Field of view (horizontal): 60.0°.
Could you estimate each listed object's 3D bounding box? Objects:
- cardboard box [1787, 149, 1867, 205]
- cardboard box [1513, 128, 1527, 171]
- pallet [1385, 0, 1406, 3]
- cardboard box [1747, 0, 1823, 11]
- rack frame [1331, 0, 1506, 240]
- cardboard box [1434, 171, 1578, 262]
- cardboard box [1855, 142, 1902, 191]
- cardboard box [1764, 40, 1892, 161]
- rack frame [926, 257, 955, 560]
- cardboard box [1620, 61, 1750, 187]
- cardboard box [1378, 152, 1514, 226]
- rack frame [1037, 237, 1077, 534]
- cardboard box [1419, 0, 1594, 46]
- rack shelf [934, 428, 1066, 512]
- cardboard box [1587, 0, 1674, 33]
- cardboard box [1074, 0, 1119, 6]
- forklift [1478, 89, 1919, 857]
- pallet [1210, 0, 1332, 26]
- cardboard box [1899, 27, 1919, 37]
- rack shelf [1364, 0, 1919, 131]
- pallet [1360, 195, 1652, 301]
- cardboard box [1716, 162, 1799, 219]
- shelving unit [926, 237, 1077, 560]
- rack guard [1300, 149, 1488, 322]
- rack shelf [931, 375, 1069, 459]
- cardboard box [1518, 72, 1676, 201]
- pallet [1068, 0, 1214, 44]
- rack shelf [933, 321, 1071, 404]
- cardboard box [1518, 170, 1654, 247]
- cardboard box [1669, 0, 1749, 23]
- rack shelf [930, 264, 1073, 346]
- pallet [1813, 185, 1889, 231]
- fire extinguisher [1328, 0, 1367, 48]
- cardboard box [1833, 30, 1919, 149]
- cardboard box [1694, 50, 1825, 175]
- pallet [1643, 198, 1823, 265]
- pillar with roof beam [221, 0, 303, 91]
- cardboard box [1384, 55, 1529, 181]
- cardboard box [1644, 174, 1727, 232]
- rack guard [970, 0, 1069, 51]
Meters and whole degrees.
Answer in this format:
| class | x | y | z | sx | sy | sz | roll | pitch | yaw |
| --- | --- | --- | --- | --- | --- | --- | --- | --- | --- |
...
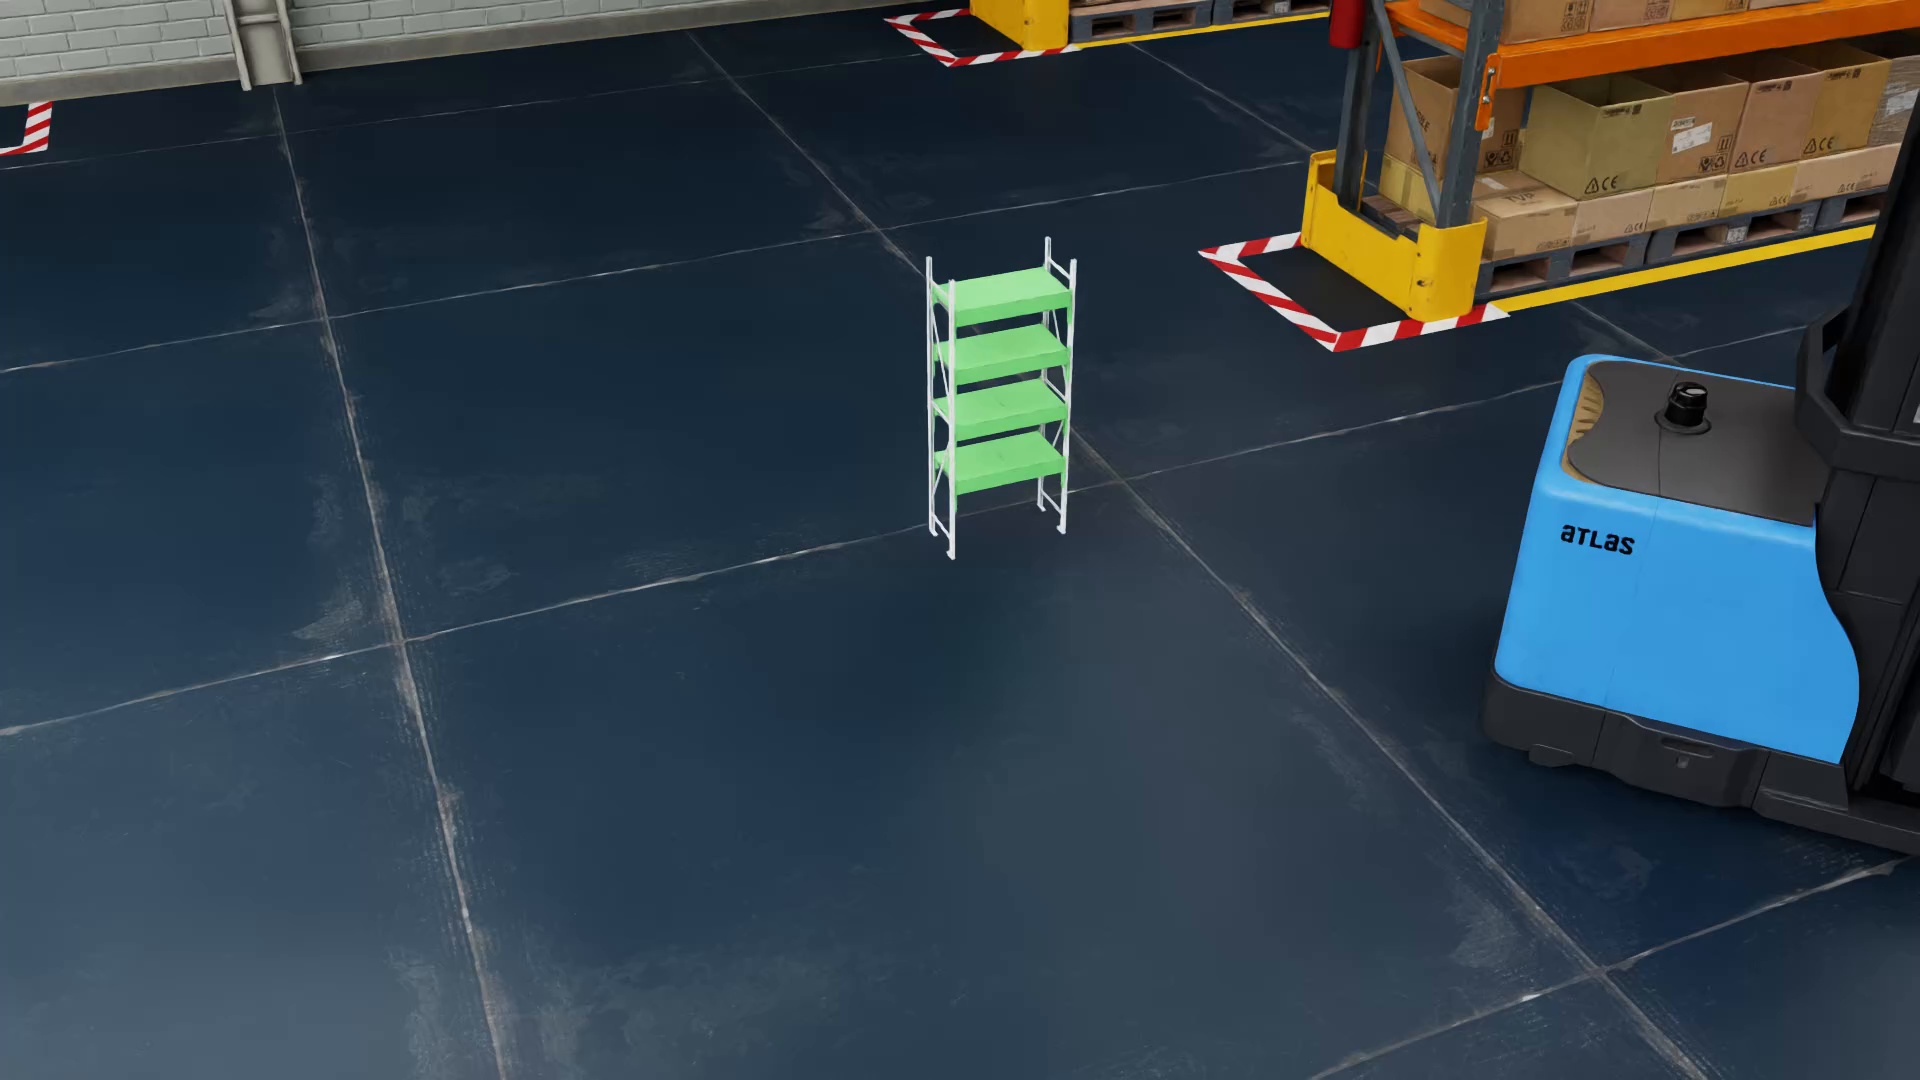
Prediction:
| class | x | y | z | sx | sy | sz | roll | pitch | yaw |
| --- | --- | --- | --- | --- | --- | --- | --- | --- | --- |
| cardboard box | 4.716 | -2.134 | 9.416 | 0.500 | 0.250 | 0.500 | -13 | 35 | -19 |
| cardboard box | 3.127 | -2.084 | 9.339 | 0.500 | 0.250 | 0.500 | -13 | 35 | -19 |
| pallet | 3.452 | -4.694 | 13.770 | 1.213 | 0.211 | 1.003 | -13 | 35 | -19 |
| cardboard box | 4.153 | -3.150 | 8.749 | 0.500 | 0.500 | 0.700 | -12 | 35 | -18 |
| rack frame | 2.291 | -2.688 | 8.130 | 0.127 | 3.000 | 1.000 | -13 | 35 | -19 |
| cardboard box | 2.872 | -1.712 | 8.768 | 0.500 | 0.250 | 0.500 | -13 | 35 | -19 |
| cardboard box | 5.171 | -2.247 | 9.589 | 0.500 | 0.250 | 0.500 | -13 | 35 | -19 |
| cardboard box | 4.711 | -2.455 | 9.221 | 0.500 | 0.500 | 0.500 | -13 | 35 | -19 |
| rack frame | -0.072 | -0.486 | 6.397 | 0.015 | 1.200 | 0.240 | -13 | 35 | -19 |
| cardboard box | 3.788 | -2.245 | 8.899 | 0.500 | 0.500 | 0.500 | -13 | 35 | -19 |
| cardboard box | 2.671 | -1.973 | 9.168 | 0.500 | 0.250 | 0.500 | -13 | 35 | -19 |
| rack frame | 0.378 | -0.589 | 6.556 | 0.015 | 1.200 | 0.240 | -13 | 35 | -19 |
| cardboard box | 2.726 | -2.822 | 8.244 | 0.500 | 0.500 | 0.700 | -13 | 35 | -19 |
| rack shelf | 0.153 | -0.283 | 6.642 | 0.480 | 0.148 | 0.258 | -13 | 35 | -19 |
| cardboard box | 3.209 | -2.935 | 8.419 | 0.500 | 0.500 | 0.700 | -12 | 35 | -18 |
| cardboard box | 1.043 | -4.336 | 12.726 | 0.500 | 0.311 | 0.500 | -17 | 37 | -24 |
| forklift | 3.324 | -0.433 | 4.728 | 3.031 | 2.935 | 1.130 | 13 | 35 | 20 |
| pallet | 2.326 | -4.434 | 13.371 | 1.213 | 0.211 | 1.003 | -13 | 35 | -19 |
| cardboard box | 5.430 | -2.929 | 9.950 | 0.500 | 0.500 | 0.500 | -13 | 35 | -19 |
| rack shelf | 4.135 | -2.808 | 8.975 | 4.000 | 0.370 | 1.077 | -13 | 35 | -19 |
| pallet | 2.980 | -1.701 | 9.171 | 1.213 | 0.211 | 1.003 | -13 | 35 | -19 |
| cardboard box | 4.255 | -2.028 | 9.253 | 0.500 | 0.250 | 0.500 | -13 | 35 | -19 |
| shelving unit | 0.153 | -0.538 | 6.476 | 0.503 | 1.200 | 0.258 | -13 | 35 | -19 |
| rack guard | 2.269 | -1.635 | 8.804 | 0.348 | 0.500 | 1.175 | -13 | 35 | -19 |
| rack shelf | 0.153 | -0.484 | 6.511 | 0.480 | 0.148 | 0.258 | -13 | 35 | -19 |
| cardboard box | 3.332 | -2.133 | 8.727 | 0.500 | 0.500 | 0.500 | -13 | 35 | -19 |
| pallet | 1.203 | -4.179 | 12.979 | 1.213 | 0.211 | 1.003 | -13 | 35 | -19 |
| rack shelf | 0.153 | -0.685 | 6.380 | 0.480 | 0.148 | 0.258 | -13 | 35 | -19 |
| cardboard box | 3.331 | -1.820 | 8.933 | 0.500 | 0.250 | 0.500 | -13 | 35 | -19 |
| cardboard box | 3.669 | -3.037 | 8.575 | 0.500 | 0.500 | 0.700 | -13 | 35 | -19 |
| rack shelf | 0.153 | -0.887 | 6.250 | 0.480 | 0.148 | 0.258 | -13 | 35 | -19 |
| pallet | 5.230 | -2.216 | 9.963 | 1.213 | 0.211 | 1.003 | -13 | 35 | -19 |
| fire extinguisher | 2.002 | -2.864 | 8.472 | 0.183 | 0.674 | 0.296 | -13 | 35 | -19 |
| cardboard box | 5.171 | -2.562 | 9.386 | 0.500 | 0.500 | 0.500 | -13 | 35 | -19 |
| cardboard box | 4.256 | -2.342 | 9.048 | 0.500 | 0.500 | 0.500 | -13 | 35 | -19 |
| pallet | 4.103 | -1.957 | 9.564 | 1.213 | 0.211 | 1.003 | -13 | 35 | -19 |
| pillar with roof beam | -3.185 | -4.844 | 5.943 | 0.400 | 9.000 | 9.100 | -13 | 35 | -19 |
| cardboard box | 2.670 | -2.288 | 8.965 | 0.500 | 0.500 | 0.500 | -13 | 35 | -19 |
| cardboard box | 3.792 | -1.925 | 9.095 | 0.500 | 0.250 | 0.500 | -13 | 35 | -19 |
| rack guard | 0.440 | -4.146 | 12.664 | 0.348 | 0.500 | 1.175 | -13 | 35 | -19 |
